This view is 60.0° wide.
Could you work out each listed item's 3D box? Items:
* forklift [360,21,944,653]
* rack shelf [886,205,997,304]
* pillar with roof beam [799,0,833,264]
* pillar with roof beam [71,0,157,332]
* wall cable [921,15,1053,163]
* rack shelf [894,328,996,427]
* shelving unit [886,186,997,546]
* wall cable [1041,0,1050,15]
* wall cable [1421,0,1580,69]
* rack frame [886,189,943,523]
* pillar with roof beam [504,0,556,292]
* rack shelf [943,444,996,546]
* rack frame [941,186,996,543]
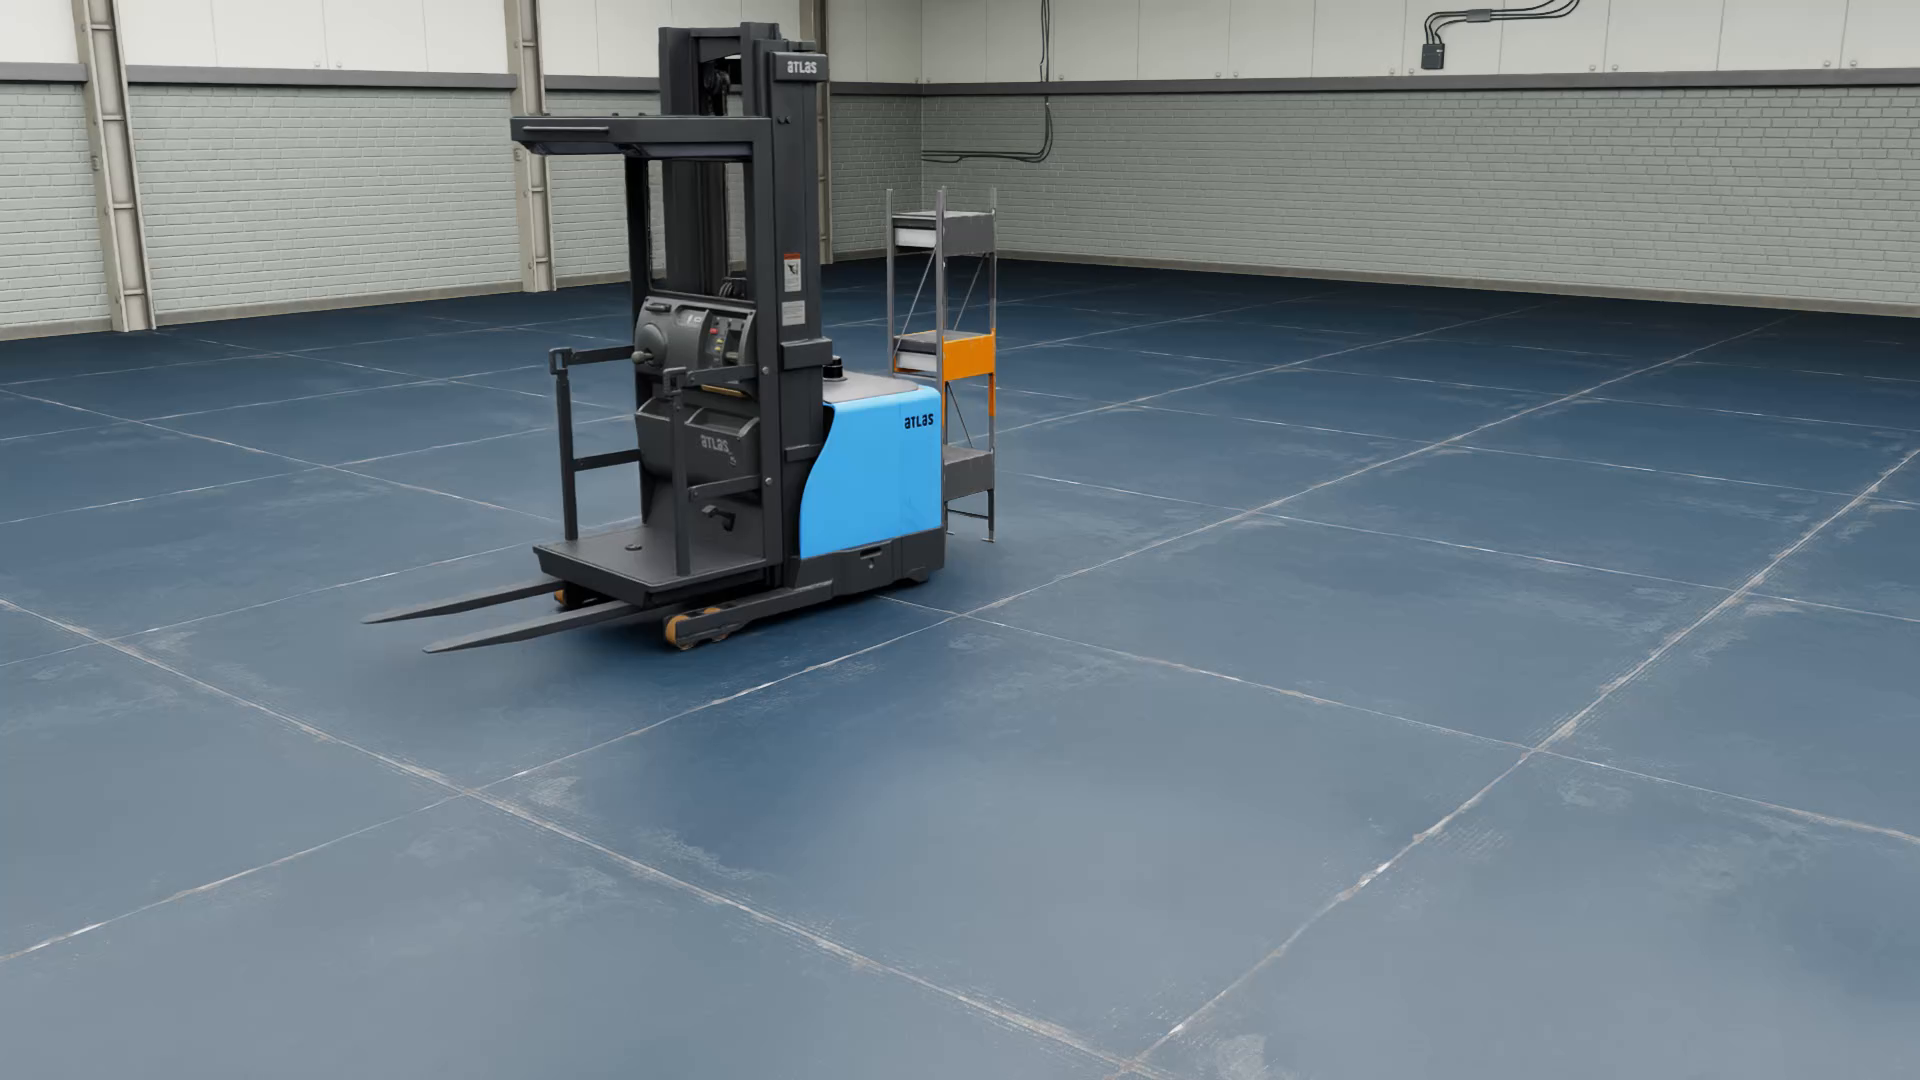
[{"bbox_3d":[-1.489,-1.034,8.240,3.031,2.935,1.130,-14,20,-43],"label":"forklift"},{"bbox_3d":[-0.104,-1.651,9.571,0.431,0.518,0.480,11,18,38],"label":"rack shelf"},{"bbox_3d":[0.871,-8.549,25.499,9.100,9.000,0.400,11,18,38],"label":"pillar with roof beam"},{"bbox_3d":[-6.671,-6.251,16.453,9.100,9.000,0.400,11,18,38],"label":"pillar with roof beam"},{"bbox_3d":[0.403,-8.070,29.919,3.097,2.526,0.112,11,18,38],"label":"wall cable"},{"bbox_3d":[-0.104,-0.973,9.743,0.431,0.518,0.480,11,18,38],"label":"rack shelf"},{"bbox_3d":[-0.104,-0.986,9.740,0.431,2.100,0.503,11,18,38],"label":"shelving unit"},{"bbox_3d":[2.507,-10.099,27.649,3.097,2.526,0.112,11,18,38],"label":"wall cable"},{"bbox_3d":[7.777,-9.751,23.323,2.305,6.003,0.169,11,18,38],"label":"wall cable"},{"bbox_3d":[-0.257,-0.939,9.556,0.400,2.100,0.015,11,18,38],"label":"rack frame"},{"bbox_3d":[-2.900,-7.400,20.976,9.100,9.000,0.400,11,18,38],"label":"pillar with roof beam"},{"bbox_3d":[-0.104,-0.294,9.915,0.431,0.518,0.480,11,18,38],"label":"rack shelf"},{"bbox_3d":[0.049,-1.033,9.924,0.400,2.100,0.015,11,18,38],"label":"rack frame"}]
